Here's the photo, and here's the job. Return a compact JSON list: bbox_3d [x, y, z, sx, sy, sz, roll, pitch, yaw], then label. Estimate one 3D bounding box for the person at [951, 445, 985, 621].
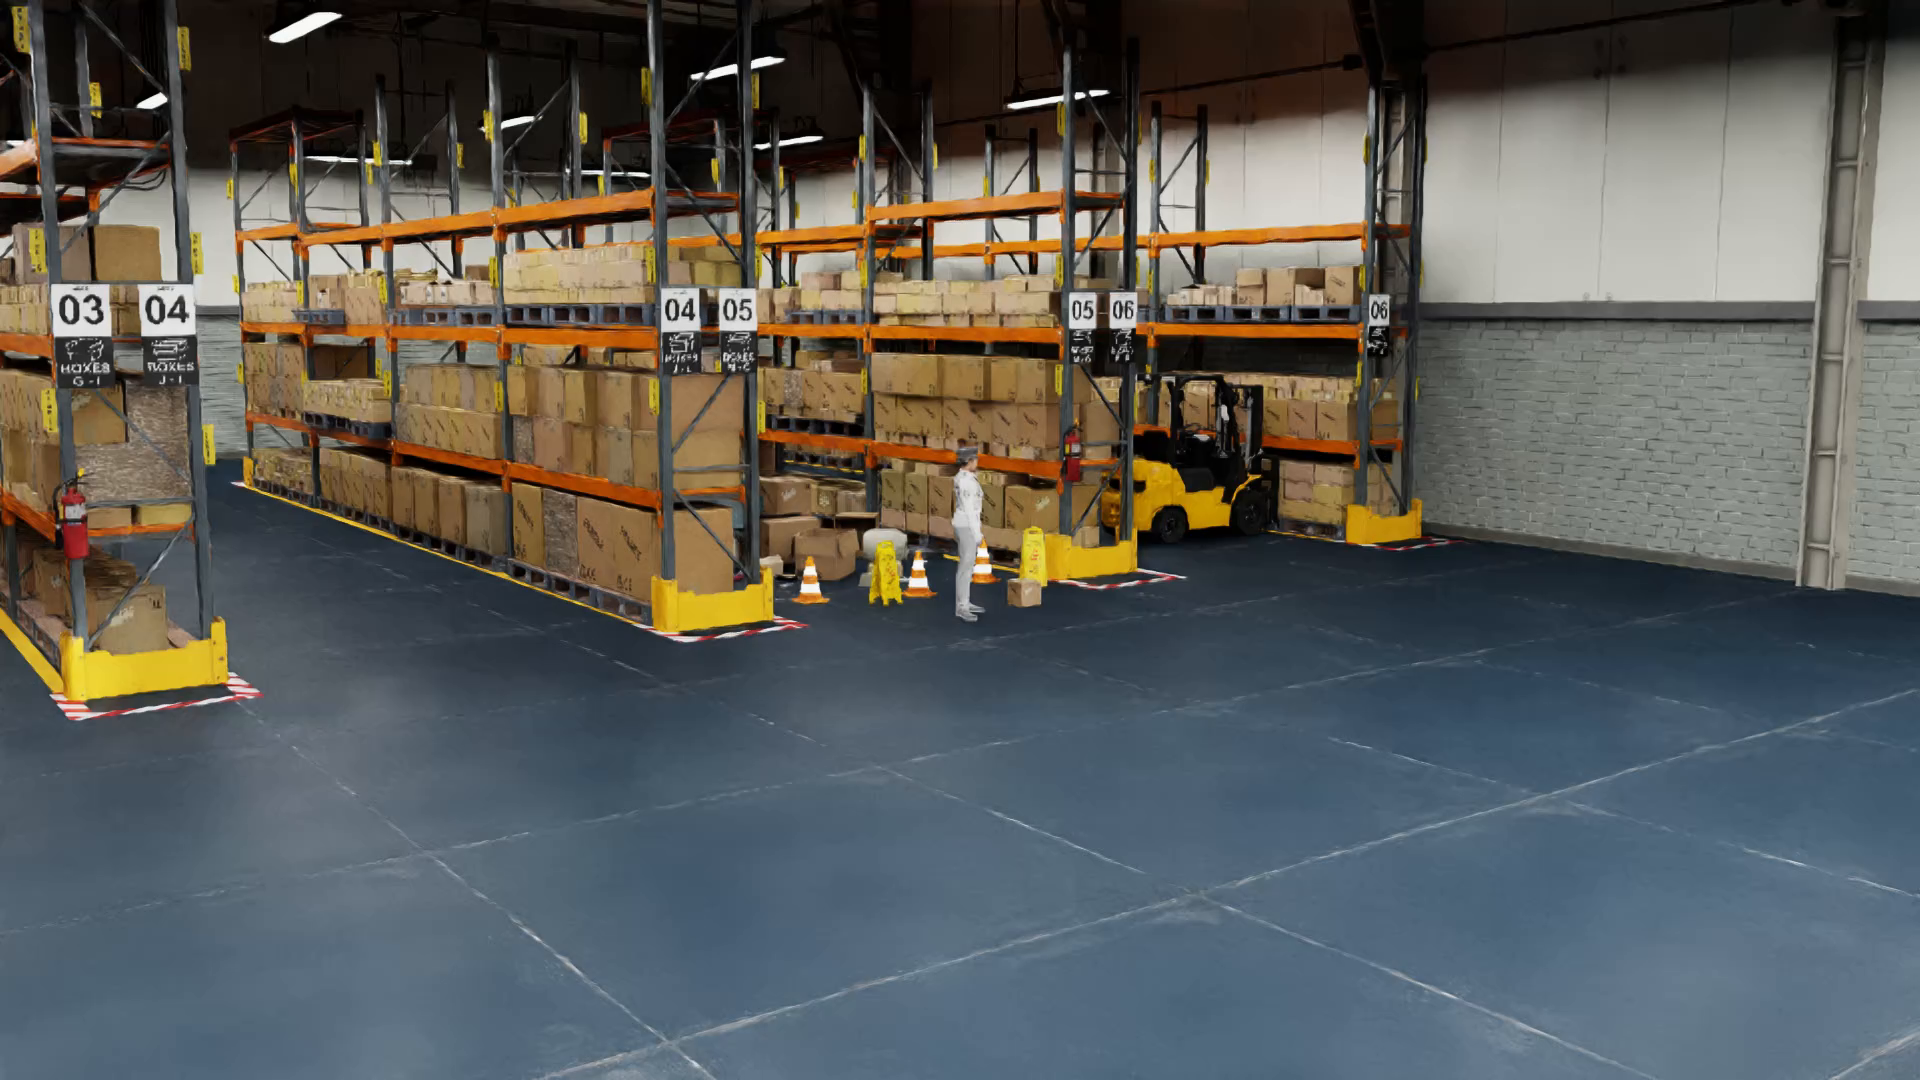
[{"bbox_3d":[0.090,-0.083,16.299,0.340,1.671,0.658,-1,8,-4],"label":"person"}]
